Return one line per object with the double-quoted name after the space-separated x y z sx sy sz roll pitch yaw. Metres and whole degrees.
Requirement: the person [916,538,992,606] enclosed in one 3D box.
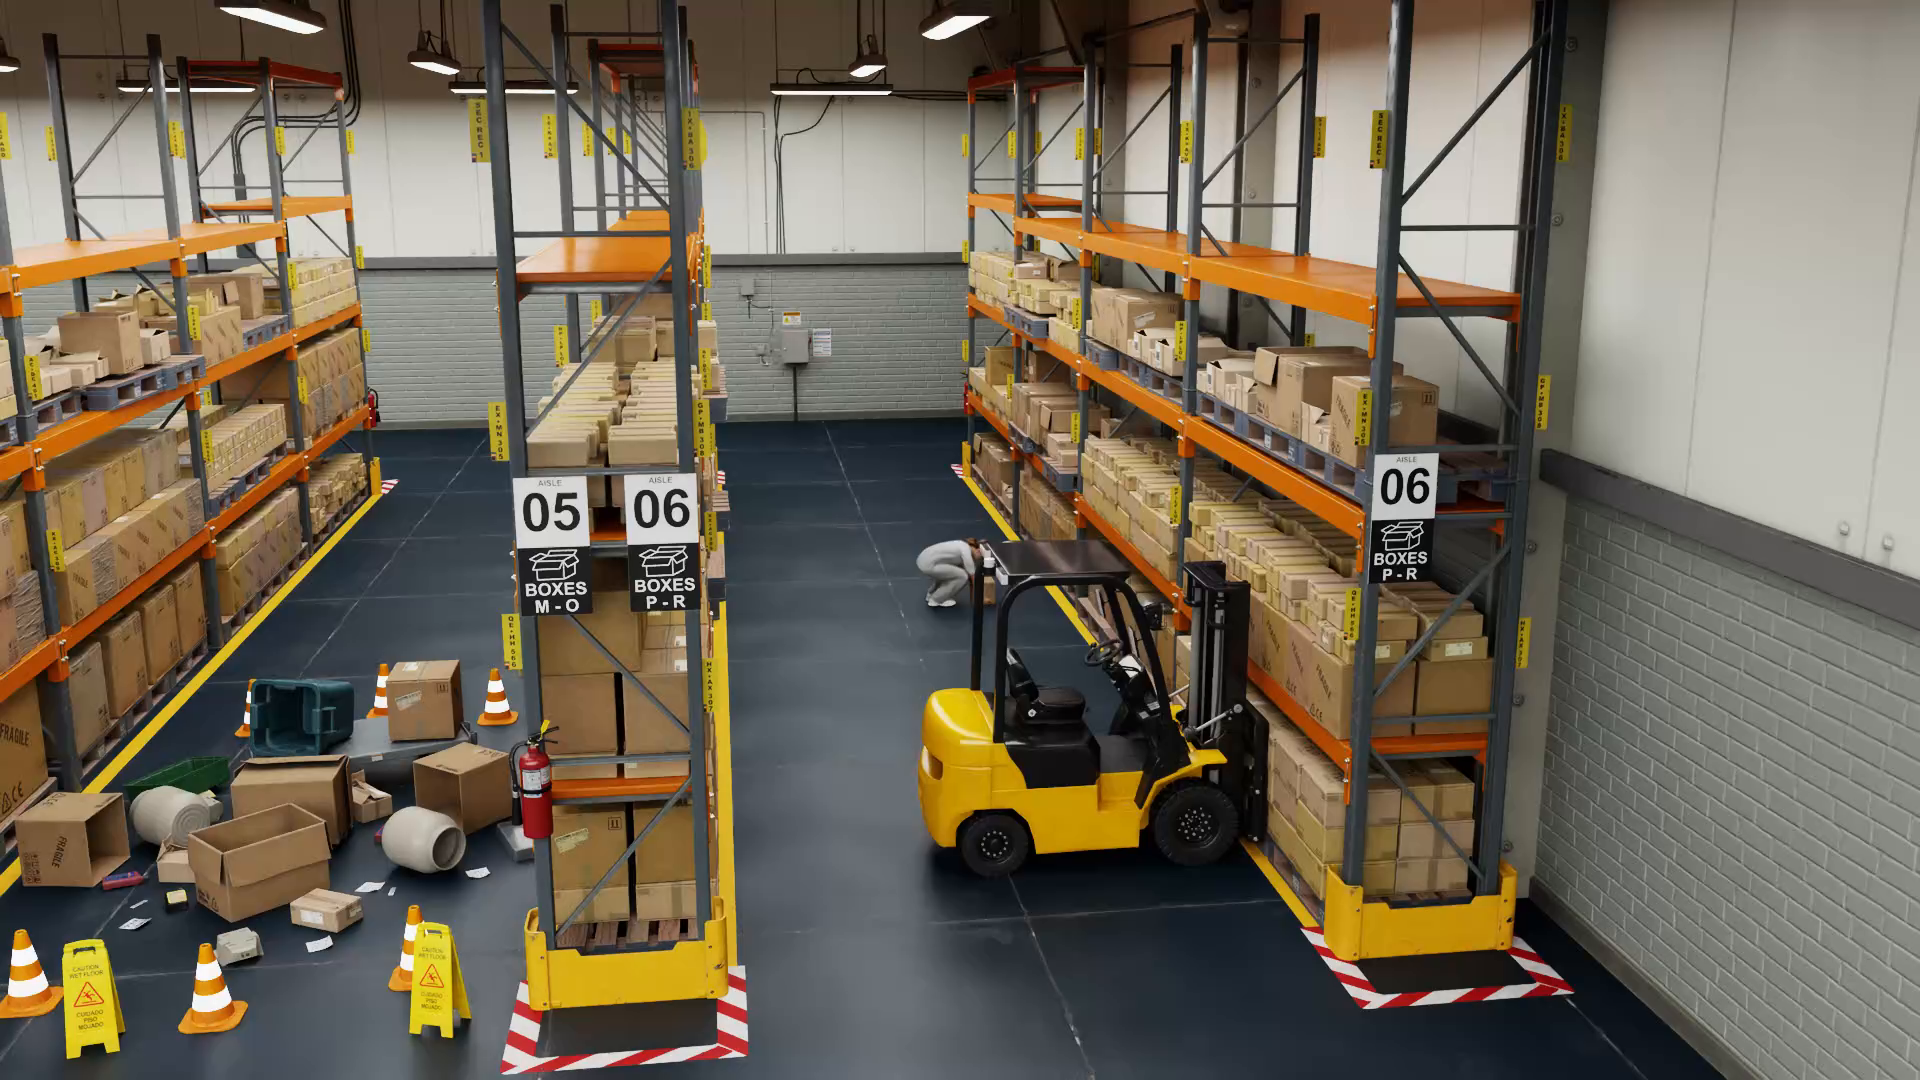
-0.061 0.354 18.589 0.858 0.749 0.461 -2 13 -10 "person"
